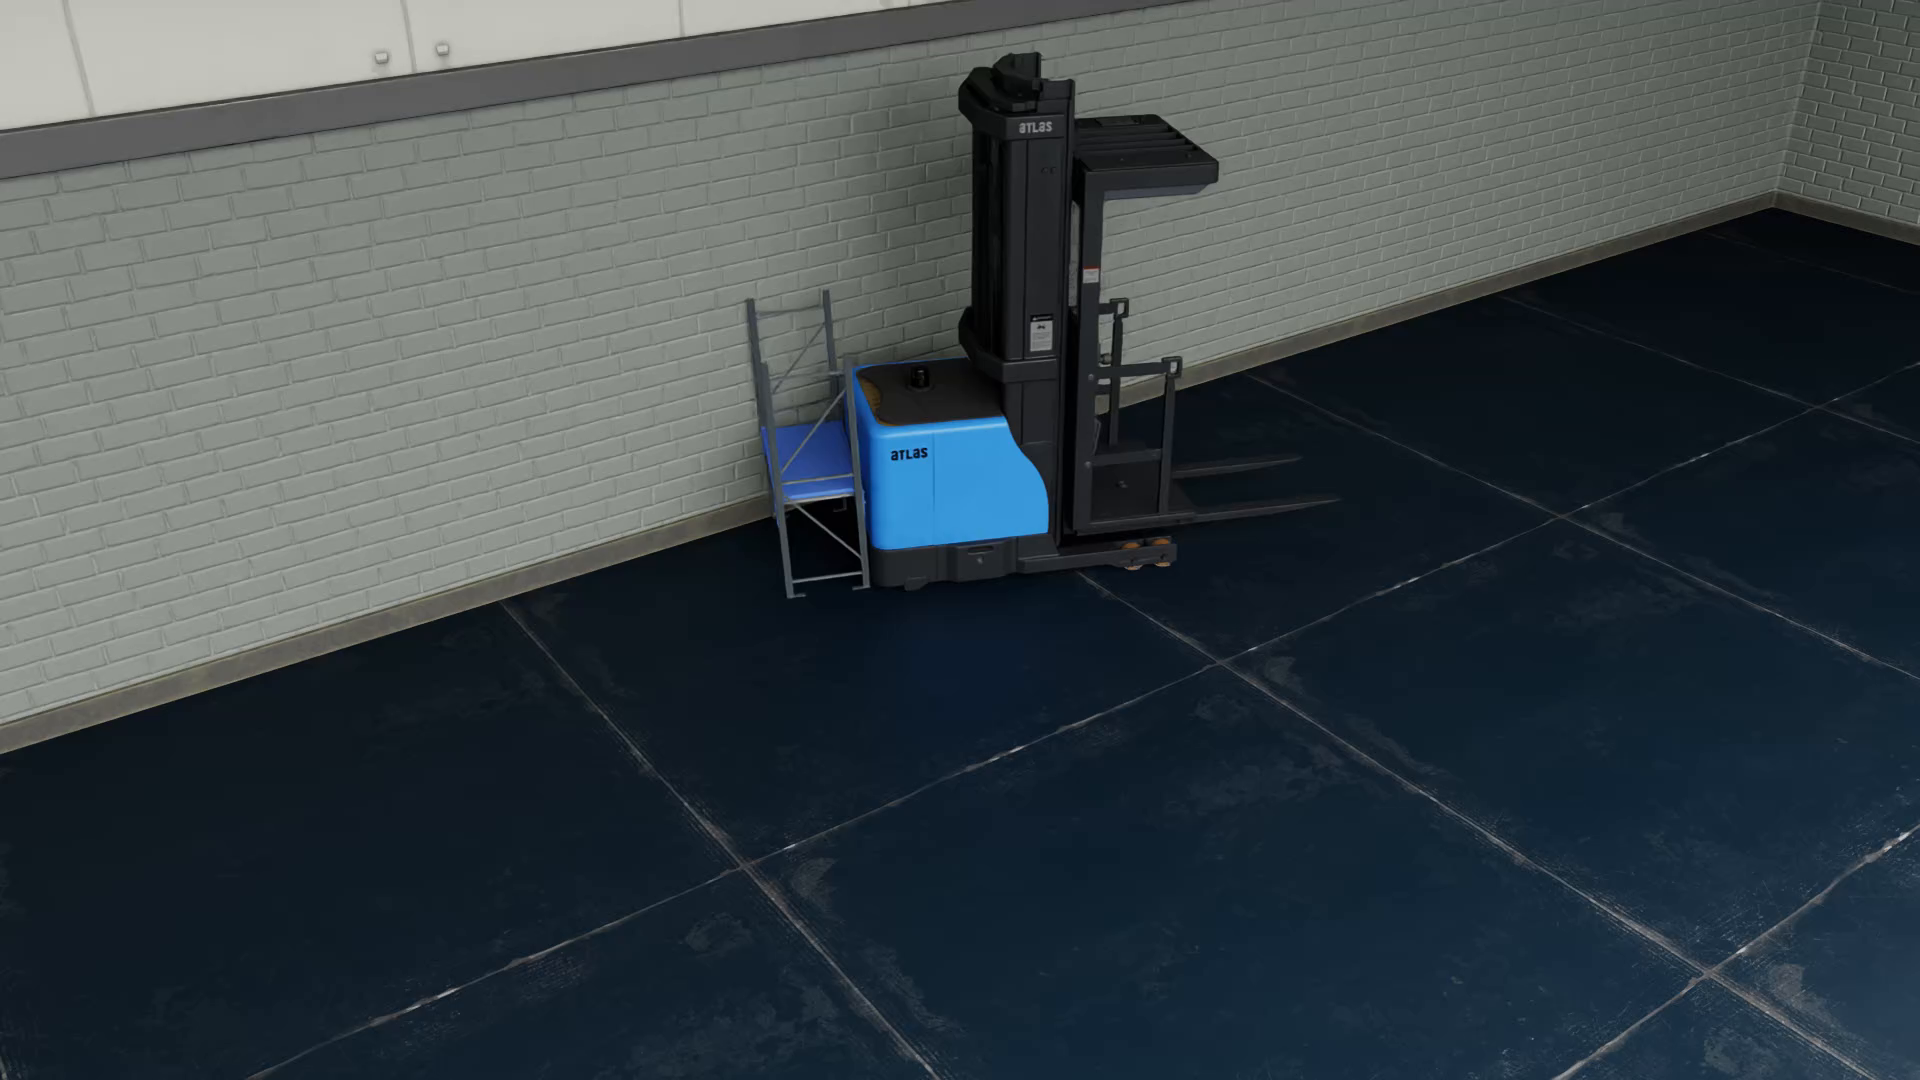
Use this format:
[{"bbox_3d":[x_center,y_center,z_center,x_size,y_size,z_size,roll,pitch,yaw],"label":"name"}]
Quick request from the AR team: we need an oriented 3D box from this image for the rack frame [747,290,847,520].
[{"bbox_3d":[-1.000,-0.823,10.395,0.500,1.500,0.032,-8,29,-8],"label":"rack frame"}]

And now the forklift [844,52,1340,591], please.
[{"bbox_3d":[0.850,-1.343,9.879,3.031,2.935,1.130,-6,29,-11],"label":"forklift"}]

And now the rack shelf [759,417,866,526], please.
[{"bbox_3d":[-0.899,-0.428,10.043,0.538,0.185,1.000,-8,29,-8],"label":"rack shelf"}]

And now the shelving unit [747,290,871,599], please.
[{"bbox_3d":[-0.908,-0.585,9.956,0.538,1.500,1.048,-8,29,-8],"label":"shelving unit"}]

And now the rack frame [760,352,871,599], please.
[{"bbox_3d":[-0.816,-0.346,9.516,0.500,1.500,0.032,-8,29,-8],"label":"rack frame"}]
